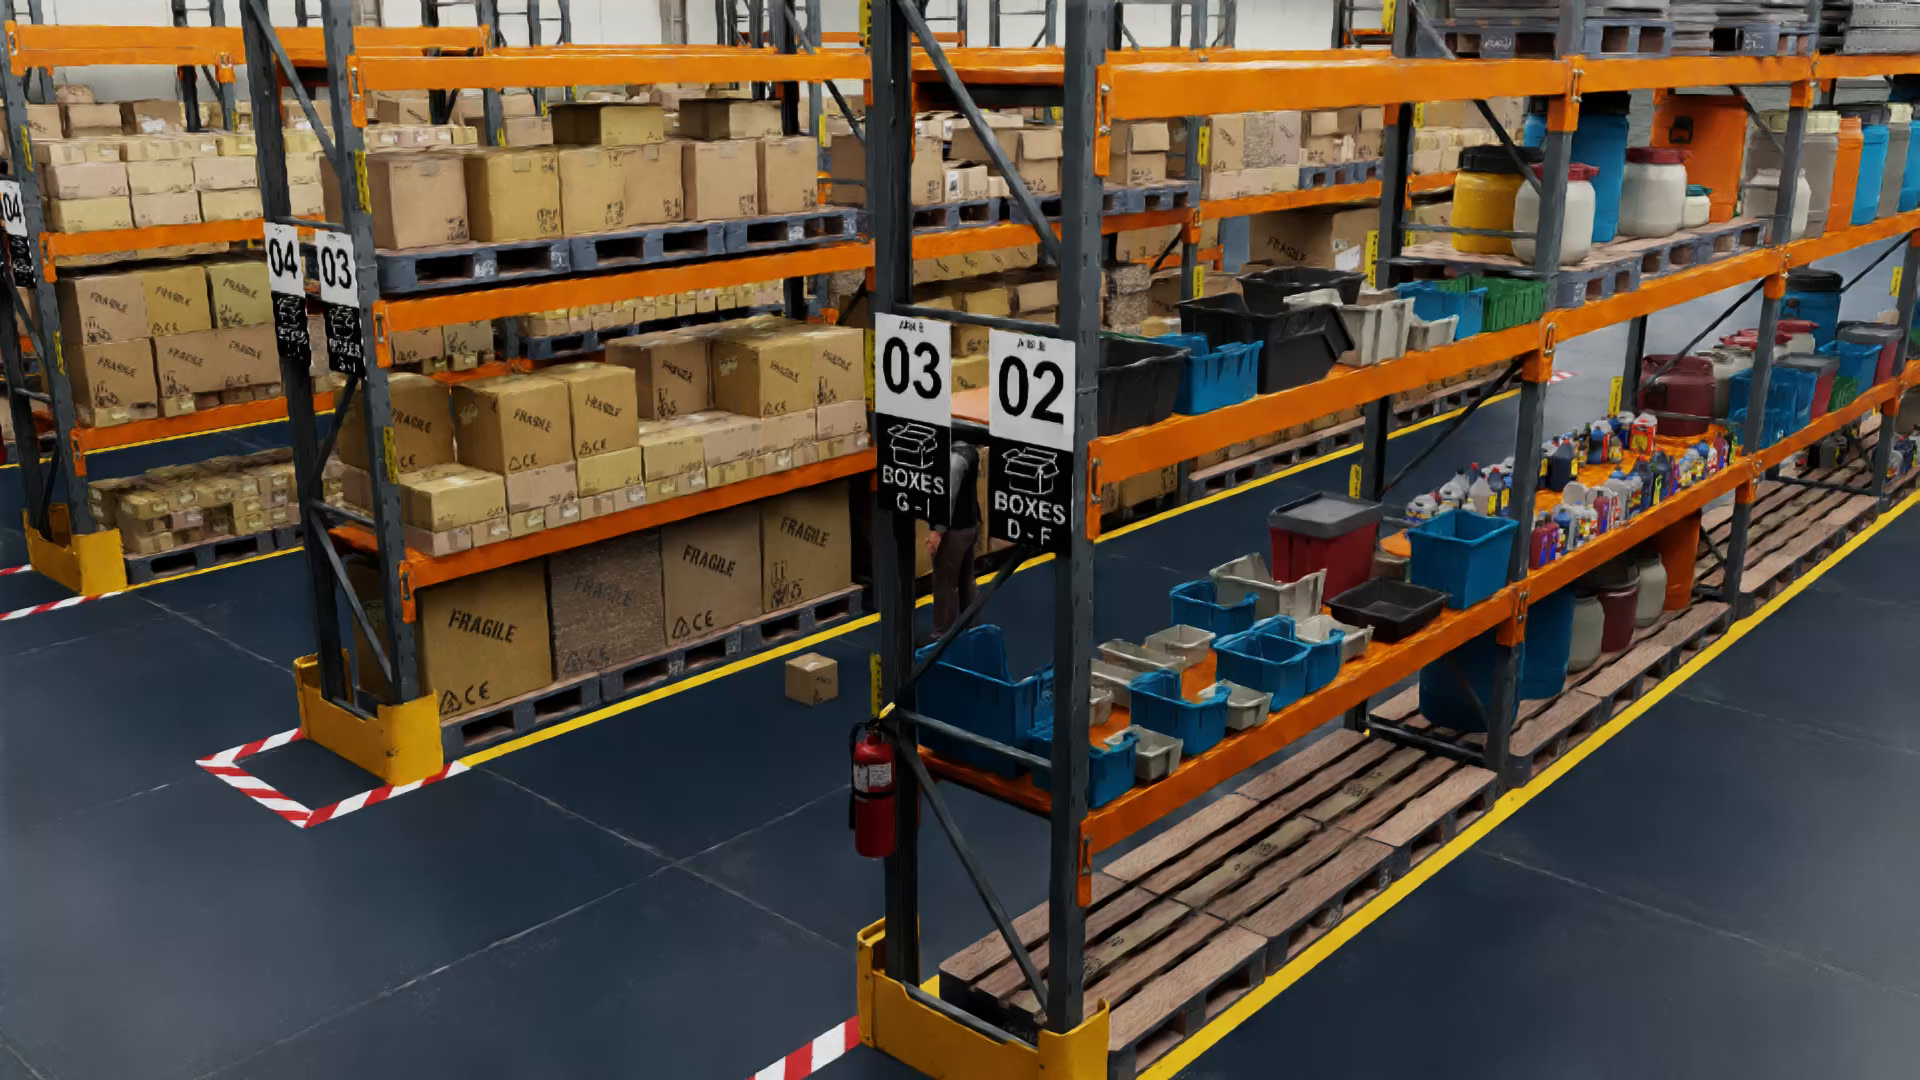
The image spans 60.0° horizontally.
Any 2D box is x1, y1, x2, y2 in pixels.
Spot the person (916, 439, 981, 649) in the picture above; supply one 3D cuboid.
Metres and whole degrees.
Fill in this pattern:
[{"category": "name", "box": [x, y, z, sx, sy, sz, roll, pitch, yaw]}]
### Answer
[{"category": "person", "box": [-0.093, -0.070, 11.720, 0.460, 1.731, 0.591, 4, 17, 14]}]
